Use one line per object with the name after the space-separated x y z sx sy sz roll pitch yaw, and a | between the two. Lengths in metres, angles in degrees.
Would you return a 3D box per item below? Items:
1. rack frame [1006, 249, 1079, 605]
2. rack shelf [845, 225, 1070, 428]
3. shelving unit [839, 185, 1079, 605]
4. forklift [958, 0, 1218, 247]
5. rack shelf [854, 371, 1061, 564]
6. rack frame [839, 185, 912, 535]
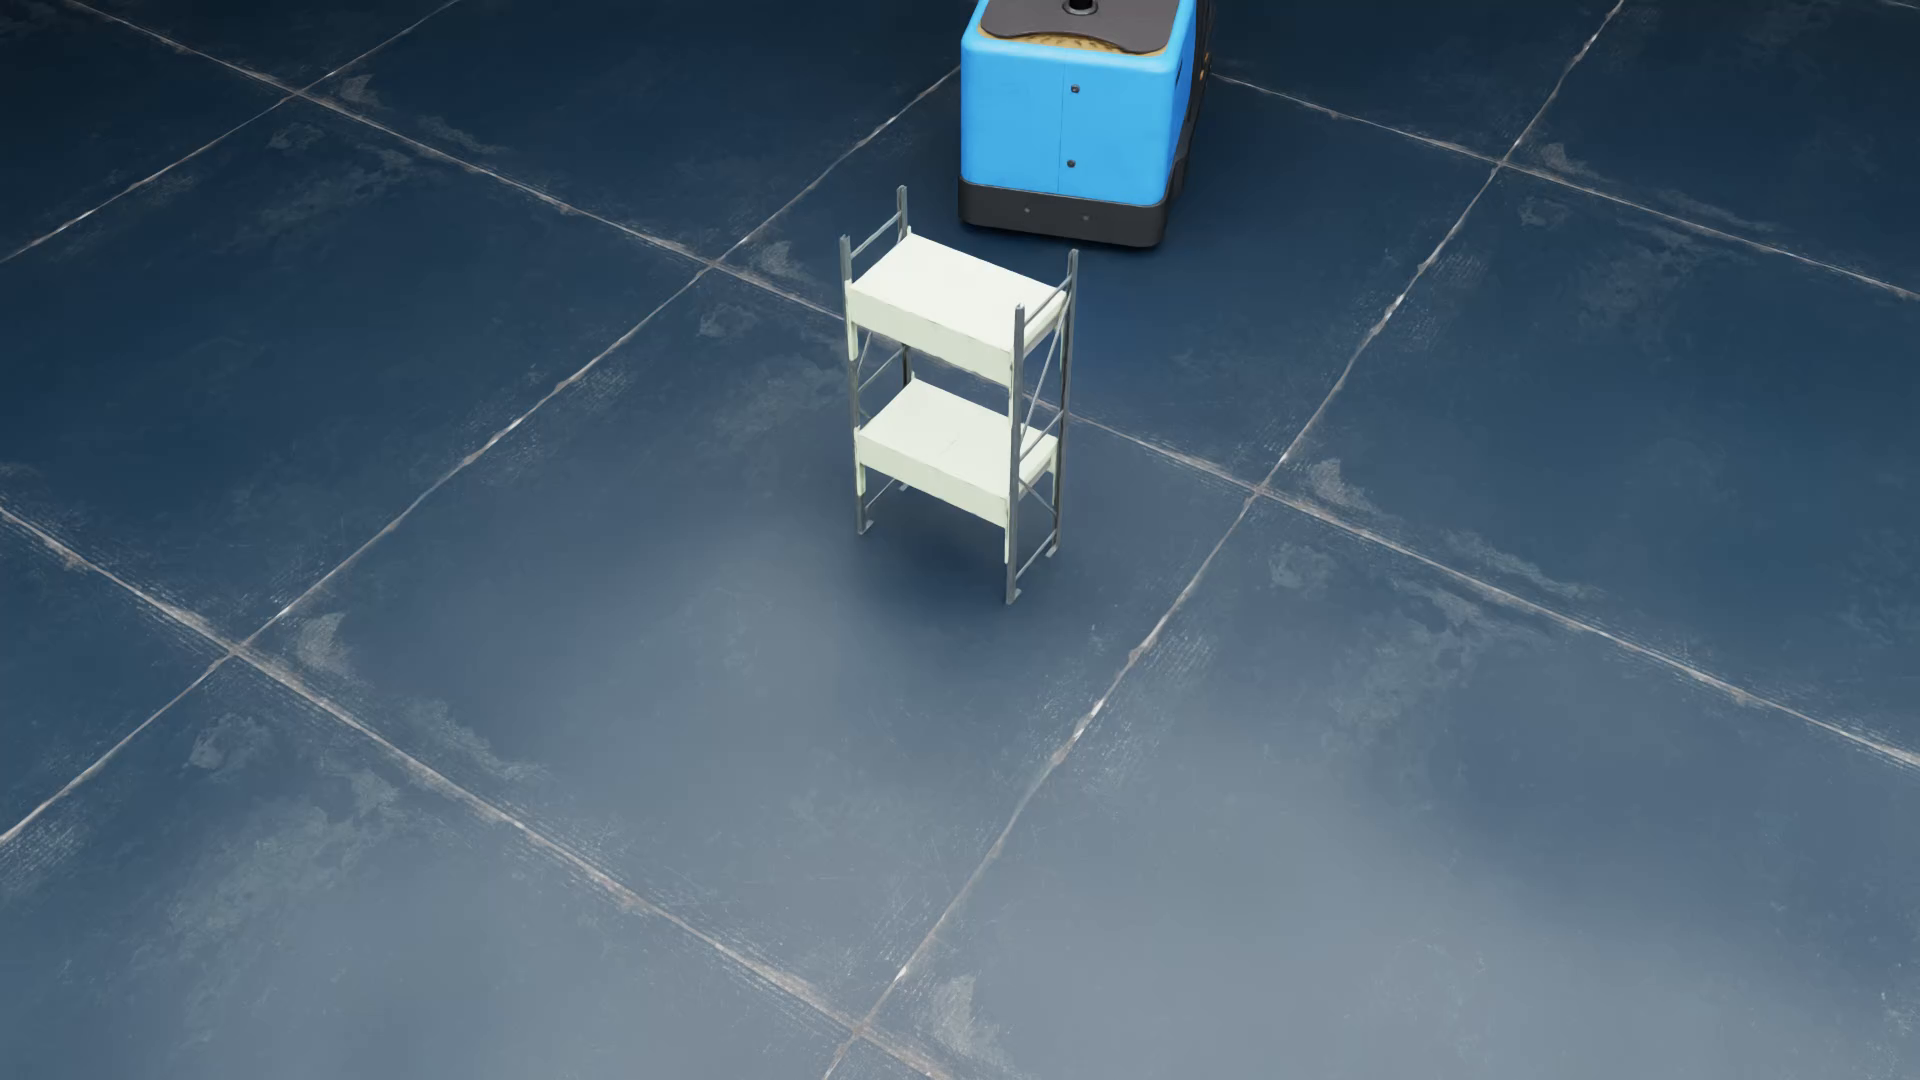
0.302 -0.384 6.299 0.023 1.500 0.400 25 51 22 | rack frame
-0.006 -0.797 6.157 0.720 0.370 0.431 25 51 22 | rack shelf
-0.006 -0.525 6.436 0.755 1.500 0.431 25 51 22 | shelving unit
0.823 -3.557 8.385 1.130 2.935 3.031 9 47 9 | forklift
-0.006 -0.298 6.670 0.720 0.370 0.431 25 51 22 | rack shelf
-0.314 -0.667 6.574 0.023 1.500 0.400 25 51 22 | rack frame
